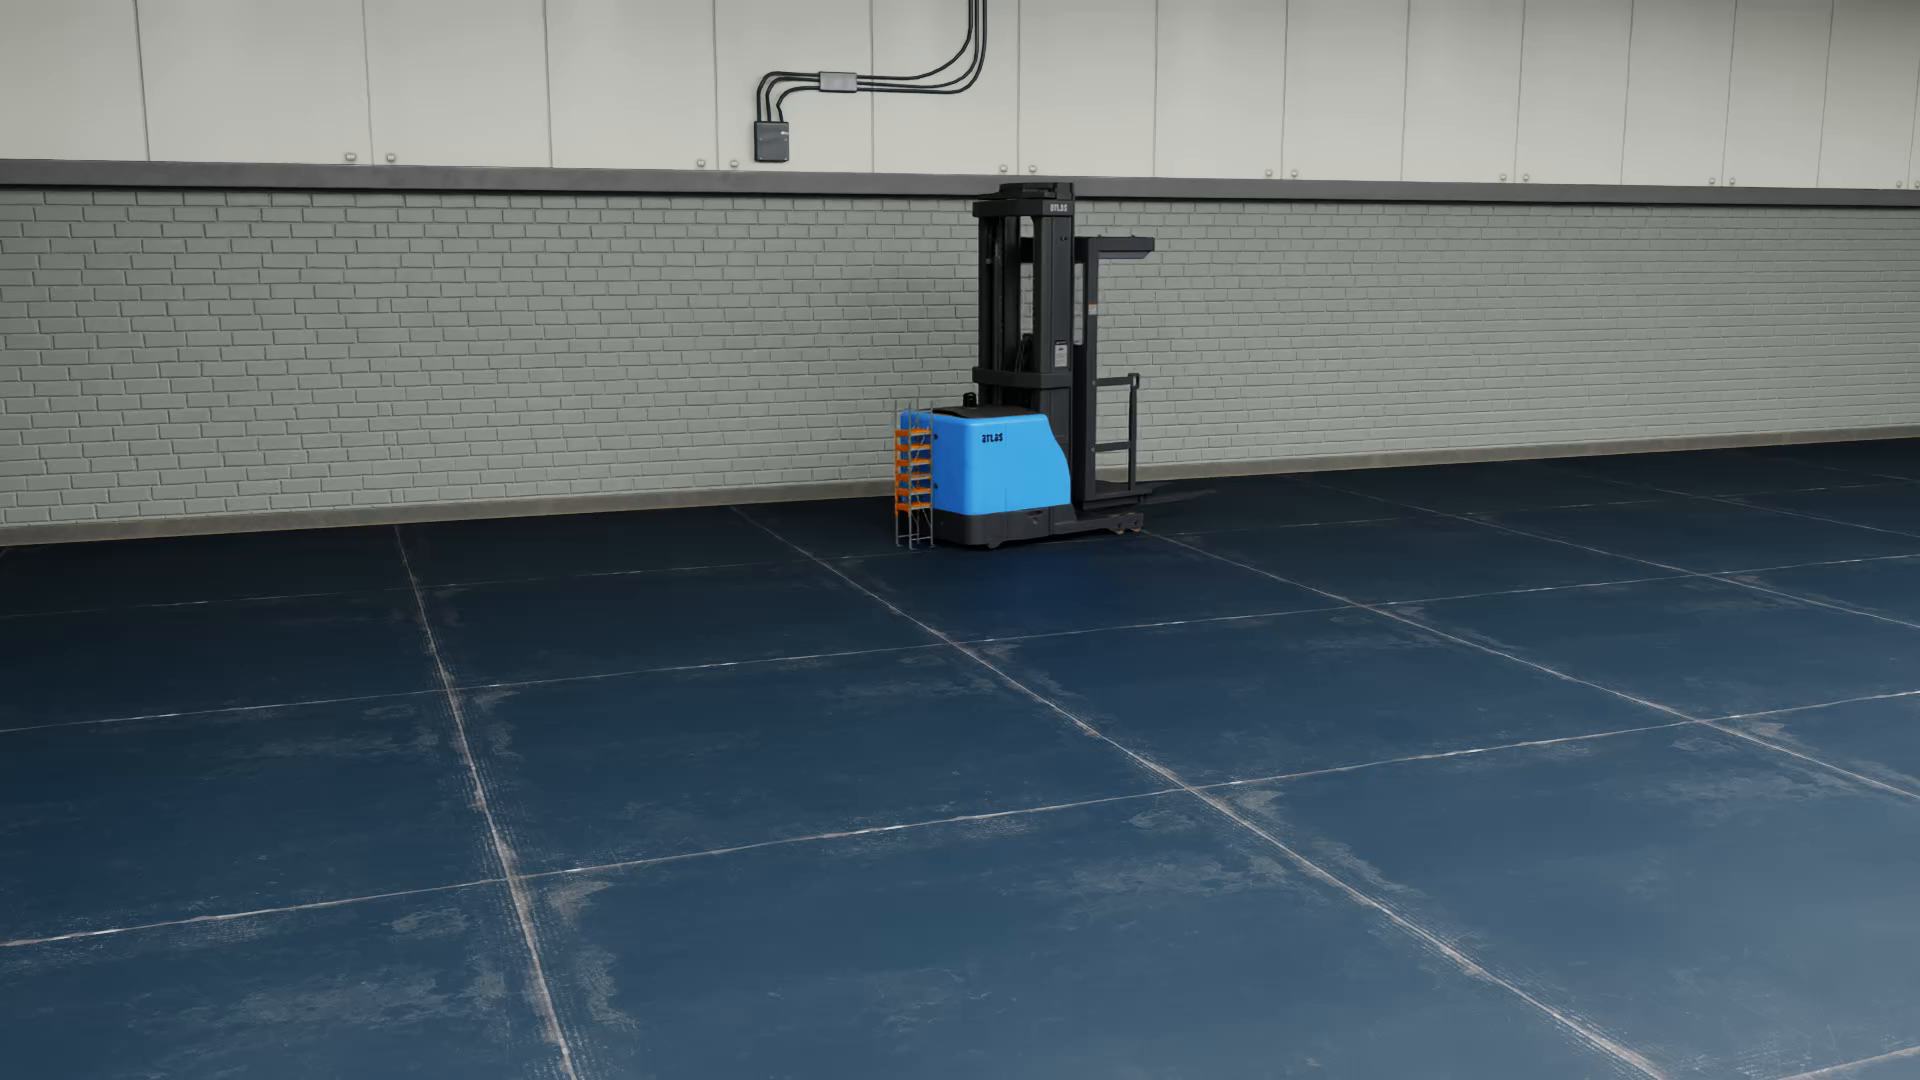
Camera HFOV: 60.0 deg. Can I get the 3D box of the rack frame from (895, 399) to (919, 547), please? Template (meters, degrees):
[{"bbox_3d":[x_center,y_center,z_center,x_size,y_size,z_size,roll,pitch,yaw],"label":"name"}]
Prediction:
[{"bbox_3d":[-0.430,-0.546,13.561,0.240,1.200,0.006,-8,13,-38],"label":"rack frame"}]

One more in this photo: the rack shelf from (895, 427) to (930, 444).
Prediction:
[{"bbox_3d":[-0.373,-0.844,13.436,0.258,0.103,0.180,-8,13,-38],"label":"rack shelf"}]

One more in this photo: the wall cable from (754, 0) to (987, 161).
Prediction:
[{"bbox_3d":[-0.801,-6.526,15.203,2.305,6.003,0.169,-4,11,-21],"label":"wall cable"}]

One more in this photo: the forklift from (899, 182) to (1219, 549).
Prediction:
[{"bbox_3d":[0.963,-1.558,14.309,3.031,2.935,1.130,-8,13,-37],"label":"forklift"}]

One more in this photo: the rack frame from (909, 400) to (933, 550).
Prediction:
[{"bbox_3d":[-0.315,-0.521,13.421,0.240,1.200,0.006,-8,13,-38],"label":"rack frame"}]

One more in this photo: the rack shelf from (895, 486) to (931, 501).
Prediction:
[{"bbox_3d":[-0.373,-0.371,13.520,0.258,0.103,0.180,-8,13,-38],"label":"rack shelf"}]

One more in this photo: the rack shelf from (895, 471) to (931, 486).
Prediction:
[{"bbox_3d":[-0.373,-0.489,13.499,0.258,0.103,0.180,-8,13,-38],"label":"rack shelf"}]

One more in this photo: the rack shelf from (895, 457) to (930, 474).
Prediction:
[{"bbox_3d":[-0.373,-0.608,13.478,0.258,0.103,0.180,-8,13,-38],"label":"rack shelf"}]

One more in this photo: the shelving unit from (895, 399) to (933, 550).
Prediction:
[{"bbox_3d":[-0.373,-0.533,13.491,0.258,1.200,0.189,-8,13,-38],"label":"shelving unit"}]

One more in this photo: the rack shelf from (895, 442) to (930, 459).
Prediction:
[{"bbox_3d":[-0.373,-0.726,13.457,0.258,0.103,0.180,-8,13,-38],"label":"rack shelf"}]

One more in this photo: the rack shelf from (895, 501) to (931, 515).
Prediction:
[{"bbox_3d":[-0.373,-0.253,13.541,0.258,0.103,0.180,-8,13,-38],"label":"rack shelf"}]
